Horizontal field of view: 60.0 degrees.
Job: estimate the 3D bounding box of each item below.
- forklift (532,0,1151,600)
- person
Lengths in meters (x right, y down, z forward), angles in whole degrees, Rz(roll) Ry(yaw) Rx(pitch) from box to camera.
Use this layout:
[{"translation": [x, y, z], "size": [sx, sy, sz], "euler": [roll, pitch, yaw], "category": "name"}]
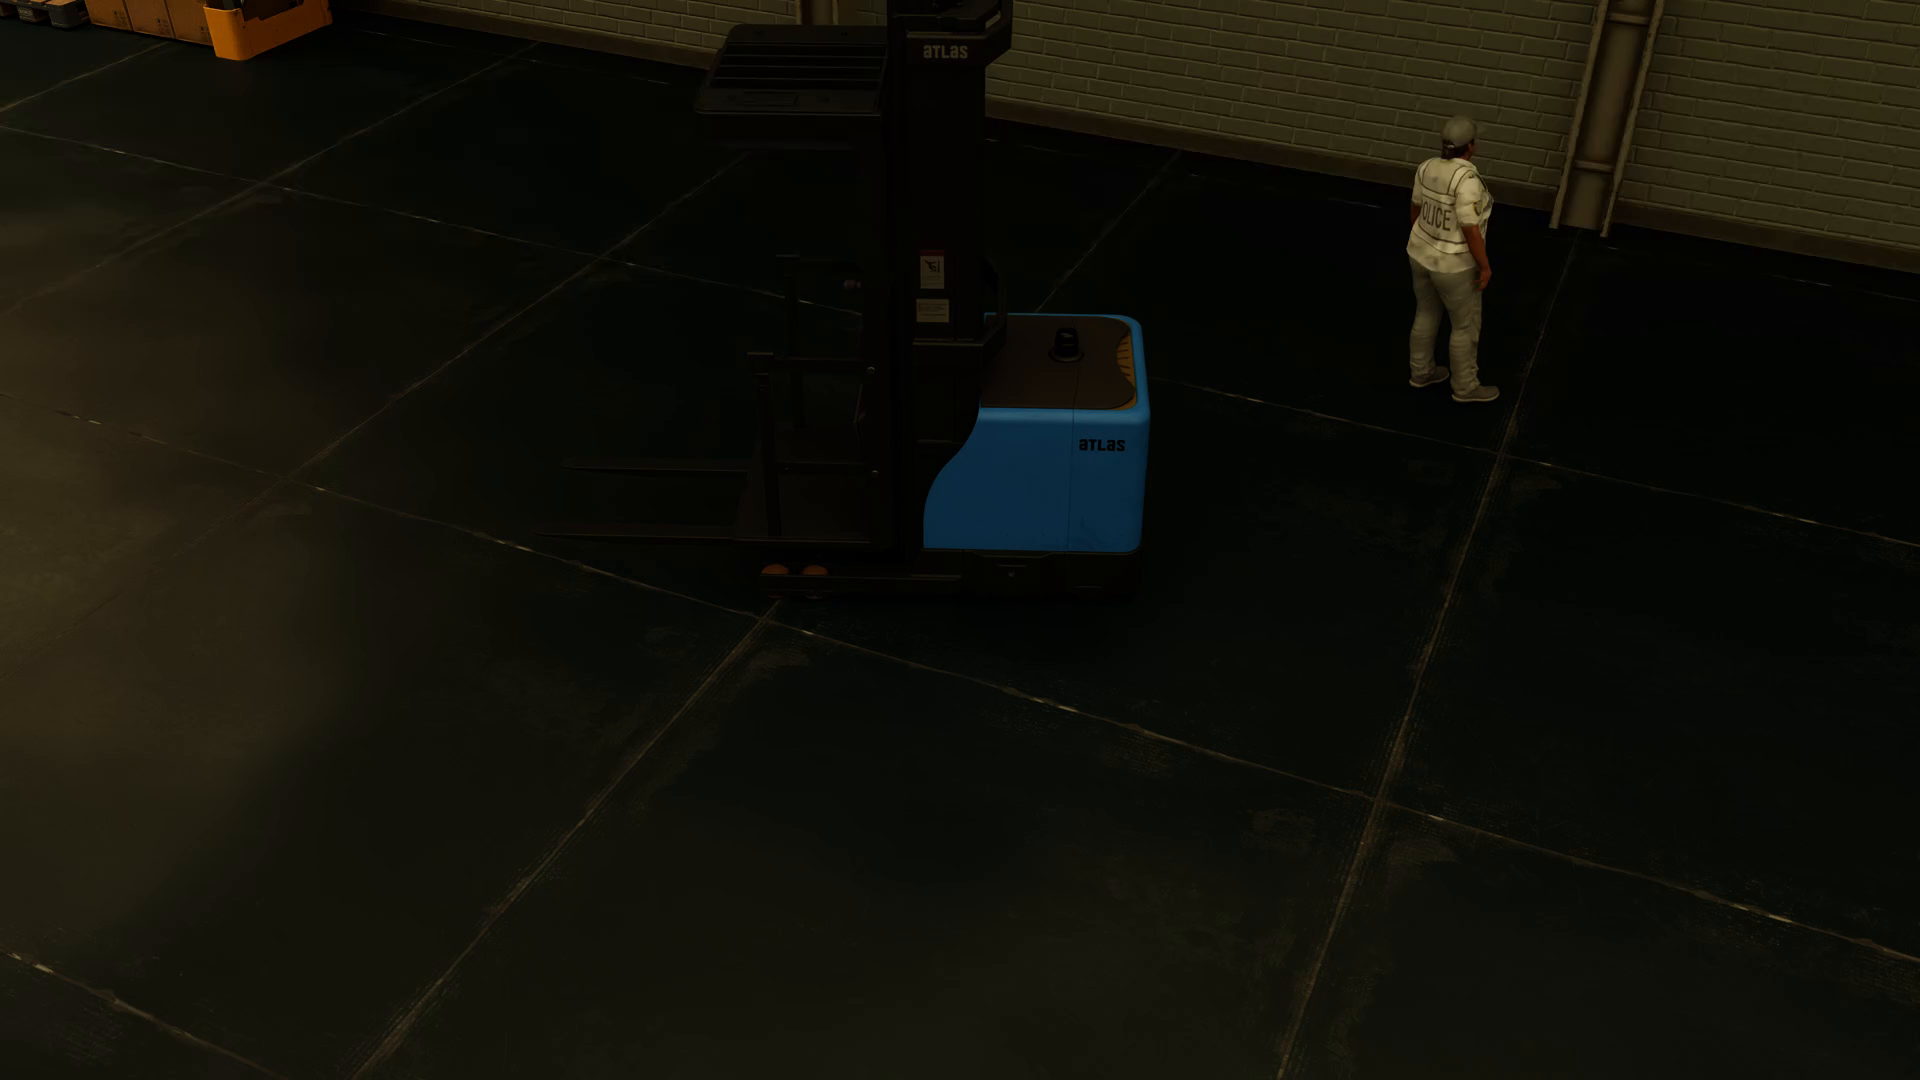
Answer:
[{"translation": [-0.608, -1.208, 7.780], "size": [3.031, 2.935, 1.130], "euler": [1, 36, 2], "category": "forklift"}, {"translation": [2.823, -1.594, 9.399], "size": [0.527, 1.669, 0.598], "euler": [-17, 39, -22], "category": "person"}]
